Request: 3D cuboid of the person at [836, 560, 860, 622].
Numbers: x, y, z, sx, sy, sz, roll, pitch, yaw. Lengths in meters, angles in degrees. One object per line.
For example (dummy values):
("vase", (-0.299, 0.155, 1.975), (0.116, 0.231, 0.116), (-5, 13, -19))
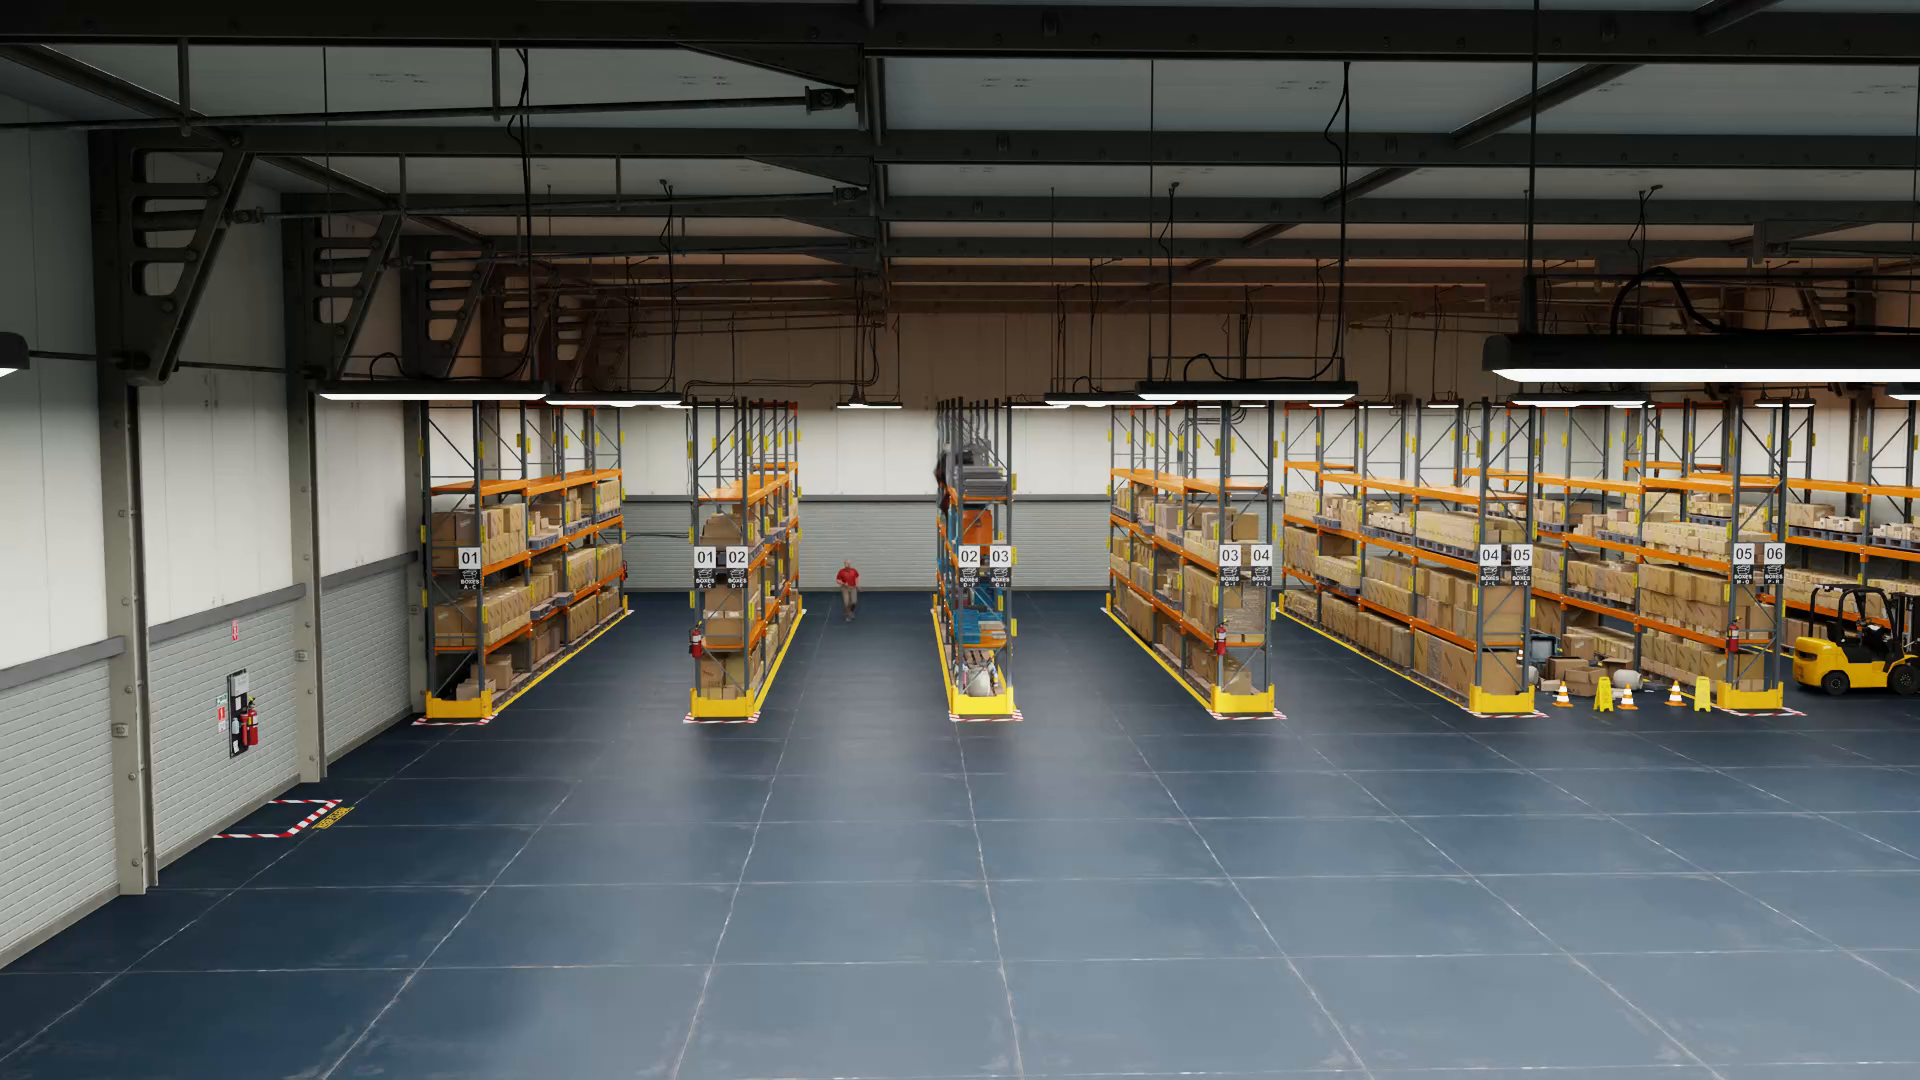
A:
("person", (-3.024, 1.387, 45.264), (0.675, 1.684, 0.579), (-1, 4, -11))
